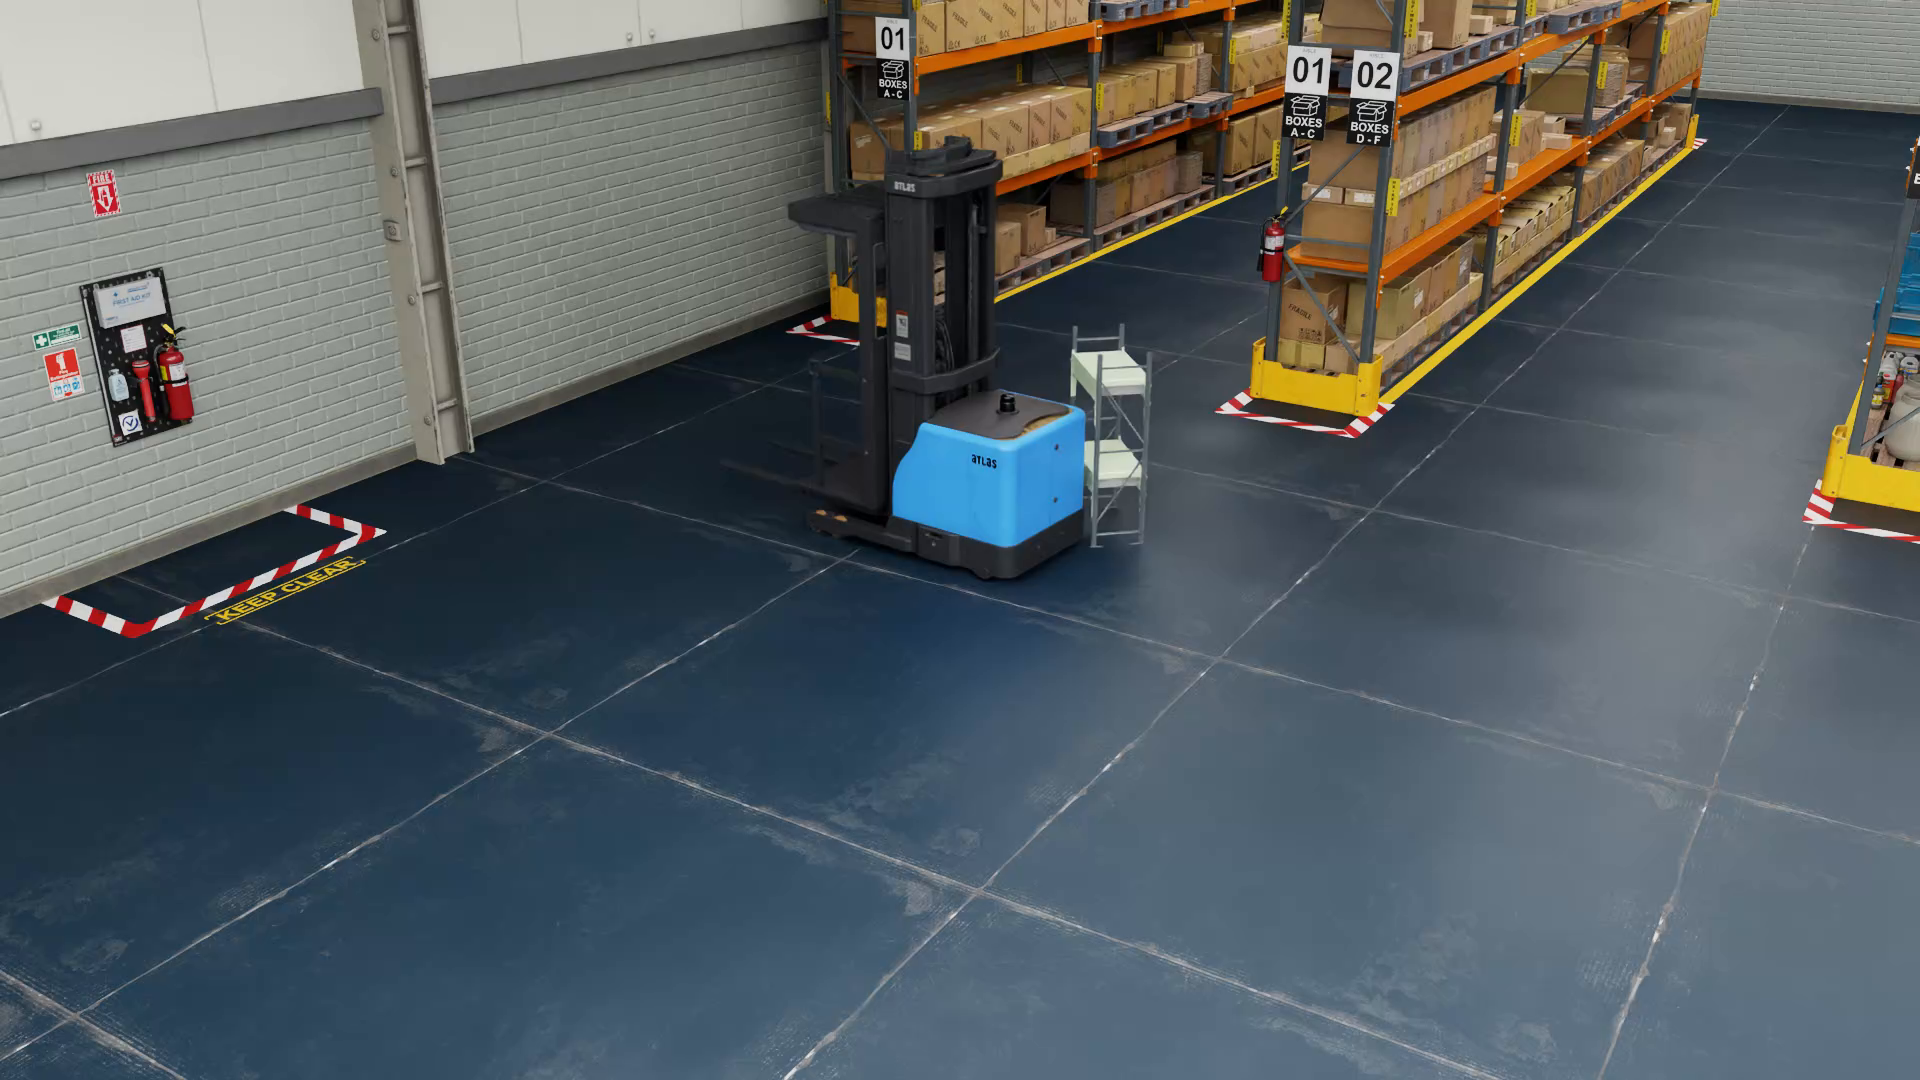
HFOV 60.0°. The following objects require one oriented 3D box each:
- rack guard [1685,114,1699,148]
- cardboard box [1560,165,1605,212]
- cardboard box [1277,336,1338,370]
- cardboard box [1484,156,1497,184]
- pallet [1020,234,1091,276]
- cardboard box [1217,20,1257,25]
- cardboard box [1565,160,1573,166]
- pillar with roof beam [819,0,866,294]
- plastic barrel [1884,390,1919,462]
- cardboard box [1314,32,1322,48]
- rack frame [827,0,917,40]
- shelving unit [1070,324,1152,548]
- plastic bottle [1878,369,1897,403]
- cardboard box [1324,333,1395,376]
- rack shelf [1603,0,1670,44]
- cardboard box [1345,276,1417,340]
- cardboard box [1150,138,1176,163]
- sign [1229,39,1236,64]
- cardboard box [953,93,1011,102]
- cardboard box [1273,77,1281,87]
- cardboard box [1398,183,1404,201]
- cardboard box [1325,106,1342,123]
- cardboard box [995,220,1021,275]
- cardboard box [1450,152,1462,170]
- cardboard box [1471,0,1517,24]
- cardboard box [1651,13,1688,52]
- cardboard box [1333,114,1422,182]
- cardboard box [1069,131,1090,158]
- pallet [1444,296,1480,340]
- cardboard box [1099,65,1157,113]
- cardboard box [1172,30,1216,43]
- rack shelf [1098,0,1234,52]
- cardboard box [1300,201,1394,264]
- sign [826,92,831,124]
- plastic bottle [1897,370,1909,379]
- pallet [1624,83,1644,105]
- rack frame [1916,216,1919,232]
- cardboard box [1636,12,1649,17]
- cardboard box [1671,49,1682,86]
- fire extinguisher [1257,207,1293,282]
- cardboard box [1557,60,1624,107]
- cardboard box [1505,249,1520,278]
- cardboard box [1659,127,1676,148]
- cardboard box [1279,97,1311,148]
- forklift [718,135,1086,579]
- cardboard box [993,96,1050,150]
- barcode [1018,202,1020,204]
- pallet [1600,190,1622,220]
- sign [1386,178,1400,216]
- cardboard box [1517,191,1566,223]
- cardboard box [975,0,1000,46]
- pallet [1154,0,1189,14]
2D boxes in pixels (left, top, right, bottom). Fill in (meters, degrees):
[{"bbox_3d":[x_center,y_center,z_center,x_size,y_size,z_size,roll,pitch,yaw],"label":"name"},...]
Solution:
[{"bbox_3d":[11.719,-6.909,27.916,1.175,0.500,0.348,14,27,29],"label":"rack guard"},{"bbox_3d":[8.293,-4.708,22.279,0.500,0.500,0.500,13,27,27],"label":"cardboard box"},{"bbox_3d":[3.351,-1.856,16.029,0.500,0.250,0.500,14,27,29],"label":"cardboard box"},{"bbox_3d":[5.651,-4.138,18.558,0.500,0.250,0.500,16,28,32],"label":"cardboard box"},{"bbox_3d":[0.894,-3.555,20.532,1.003,0.211,1.213,14,27,29],"label":"pallet"},{"bbox_3d":[4.165,-7.680,25.082,0.500,0.250,0.500,13,27,28],"label":"cardboard box"},{"bbox_3d":[8.106,-4.976,22.897,0.500,0.500,0.500,13,27,27],"label":"cardboard box"},{"bbox_3d":[2.400,-5.987,15.089,9.100,9.000,0.400,14,27,29],"label":"pillar with roof beam"},{"bbox_3d":[7.807,-0.932,13.565,0.421,0.512,0.421,0,23,0],"label":"plastic barrel"},{"bbox_3d":[5.409,-7.752,26.191,0.500,0.500,0.500,13,27,28],"label":"cardboard box"},{"bbox_3d":[-0.892,-6.472,16.208,1.000,3.000,0.127,14,27,29],"label":"rack frame"},{"bbox_3d":[1.113,-0.788,12.519,0.431,1.500,0.755,-4,24,-10],"label":"shelving unit"},{"bbox_3d":[8.278,-1.386,14.885,0.152,0.276,0.135,14,27,29],"label":"plastic bottle"},{"bbox_3d":[3.791,-1.747,15.778,0.500,0.250,0.500,14,27,29],"label":"cardboard box"},{"bbox_3d":[8.594,-7.103,22.348,1.077,0.370,4.000,14,27,29],"label":"rack shelf"},{"bbox_3d":[4.053,-2.260,16.020,0.500,0.500,0.500,14,27,29],"label":"cardboard box"},{"bbox_3d":[2.639,-5.384,22.897,0.500,0.250,0.500,14,27,30],"label":"cardboard box"},{"bbox_3d":[3.794,-6.803,23.167,0.100,0.325,0.005,14,27,29],"label":"sign"},{"bbox_3d":[0.249,-4.897,19.343,0.500,0.500,0.500,15,27,30],"label":"cardboard box"},{"bbox_3d":[4.643,-6.982,25.230,0.380,0.149,0.250,15,27,31],"label":"cardboard box"},{"bbox_3d":[3.846,-3.202,15.265,0.380,0.149,0.250,13,27,28],"label":"cardboard box"},{"bbox_3d":[5.920,-7.045,27.702,0.700,0.500,0.500,14,27,30],"label":"cardboard box"},{"bbox_3d":[0.280,-3.418,19.297,0.700,0.500,0.500,12,26,26],"label":"cardboard box"},{"bbox_3d":[4.796,-3.811,16.670,0.380,0.149,0.250,15,27,30],"label":"cardboard box"},{"bbox_3d":[5.762,-5.738,17.950,0.500,0.250,0.500,17,29,34],"label":"cardboard box"},{"bbox_3d":[10.680,-7.684,25.176,0.500,0.500,0.500,13,27,27],"label":"cardboard box"},{"bbox_3d":[3.877,-3.674,15.539,0.700,0.500,0.500,13,27,28],"label":"cardboard box"},{"bbox_3d":[1.226,-4.786,20.028,0.500,0.250,0.500,14,27,29],"label":"cardboard box"},{"bbox_3d":[4.974,-2.493,18.078,1.003,0.211,1.213,14,27,29],"label":"pallet"},{"bbox_3d":[2.137,-5.897,21.752,0.700,0.500,0.500,18,29,36],"label":"cardboard box"},{"bbox_3d":[3.347,-7.162,23.884,0.500,0.250,0.500,15,27,30],"label":"cardboard box"},{"bbox_3d":[2.273,-6.790,21.625,1.077,0.370,4.000,14,27,29],"label":"rack shelf"},{"bbox_3d":[3.576,-2.883,15.343,0.700,0.500,0.500,14,27,29],"label":"cardboard box"},{"bbox_3d":[-1.353,-4.518,17.391,0.100,0.325,0.005,14,27,29],"label":"sign"},{"bbox_3d":[8.560,-1.444,15.115,0.097,0.201,0.097,0,23,0],"label":"plastic bottle"},{"bbox_3d":[9.135,-6.397,23.829,1.003,0.211,1.213,14,27,29],"label":"pallet"},{"bbox_3d":[9.635,-2.993,15.723,1.000,3.000,0.127,14,27,29],"label":"rack frame"},{"bbox_3d":[10.229,-7.805,25.455,0.500,0.500,0.500,14,27,29],"label":"cardboard box"},{"bbox_3d":[10.682,-7.235,25.396,0.500,0.500,0.500,14,27,29],"label":"cardboard box"},{"bbox_3d":[2.862,-2.704,15.153,0.296,0.674,0.183,14,27,29],"label":"fire extinguisher"},{"bbox_3d":[8.420,-6.125,22.305,0.700,0.500,0.500,20,31,39],"label":"cardboard box"},{"bbox_3d":[6.123,-3.219,19.179,0.500,0.250,0.500,15,27,30],"label":"cardboard box"},{"bbox_3d":[11.155,-6.473,26.669,0.500,0.250,0.500,14,27,29],"label":"cardboard box"},{"bbox_3d":[5.206,-6.728,26.530,0.750,0.750,0.750,14,27,30],"label":"cardboard box"},{"bbox_3d":[-0.554,-1.514,12.395,3.031,2.935,1.130,17,28,33],"label":"forklift"},{"bbox_3d":[0.699,-4.791,19.098,0.500,0.500,0.500,13,27,27],"label":"cardboard box"},{"bbox_3d":[0.730,-4.138,20.559,0.001,0.075,0.075,14,27,29],"label":"barcode"},{"bbox_3d":[8.609,-4.756,23.307,1.003,0.211,1.213,14,27,29],"label":"pallet"},{"bbox_3d":[3.787,-2.997,14.544,0.100,0.325,0.005,14,27,29],"label":"sign"},{"bbox_3d":[7.203,-4.165,20.658,0.500,0.311,0.500,13,27,28],"label":"cardboard box"},{"bbox_3d":[0.081,-5.561,17.728,0.500,0.500,0.500,15,28,31],"label":"cardboard box"},{"bbox_3d":[2.179,-6.896,21.200,1.213,0.211,1.003,14,27,29],"label":"pallet"}]
